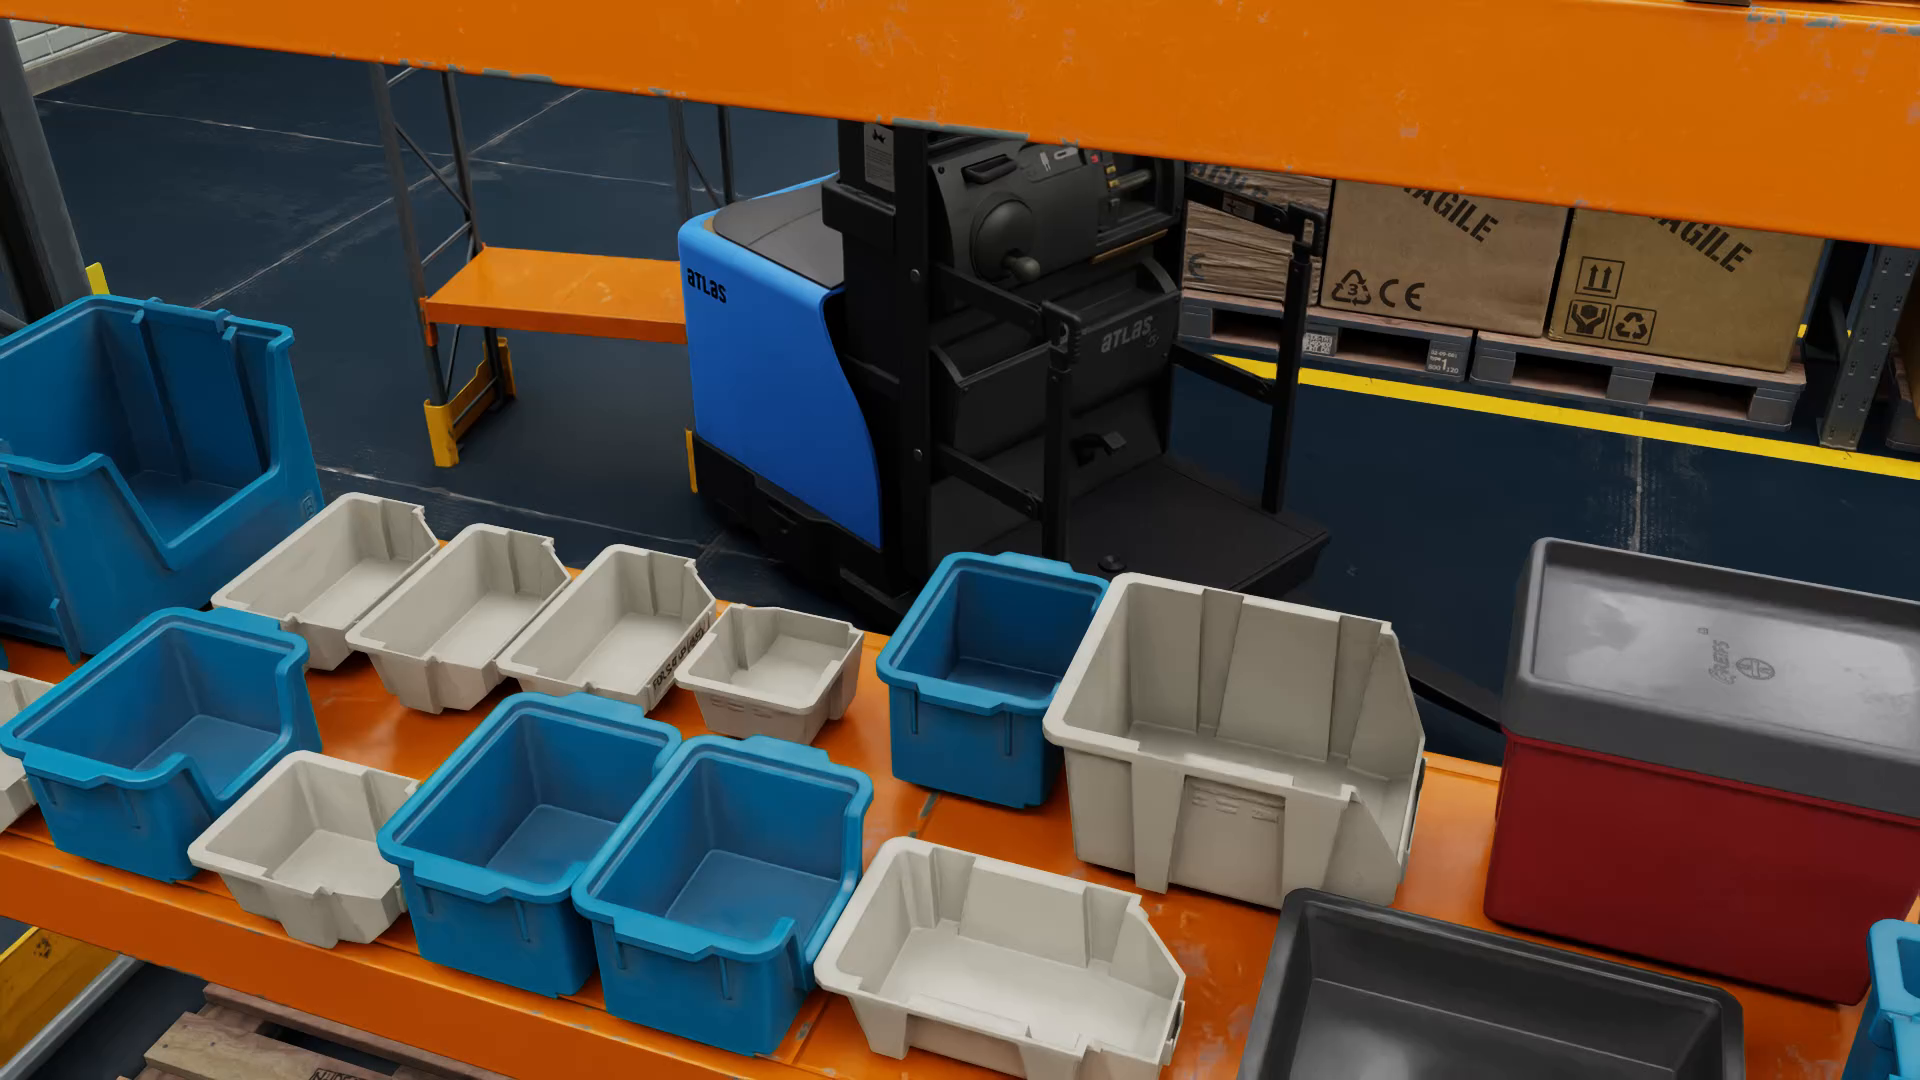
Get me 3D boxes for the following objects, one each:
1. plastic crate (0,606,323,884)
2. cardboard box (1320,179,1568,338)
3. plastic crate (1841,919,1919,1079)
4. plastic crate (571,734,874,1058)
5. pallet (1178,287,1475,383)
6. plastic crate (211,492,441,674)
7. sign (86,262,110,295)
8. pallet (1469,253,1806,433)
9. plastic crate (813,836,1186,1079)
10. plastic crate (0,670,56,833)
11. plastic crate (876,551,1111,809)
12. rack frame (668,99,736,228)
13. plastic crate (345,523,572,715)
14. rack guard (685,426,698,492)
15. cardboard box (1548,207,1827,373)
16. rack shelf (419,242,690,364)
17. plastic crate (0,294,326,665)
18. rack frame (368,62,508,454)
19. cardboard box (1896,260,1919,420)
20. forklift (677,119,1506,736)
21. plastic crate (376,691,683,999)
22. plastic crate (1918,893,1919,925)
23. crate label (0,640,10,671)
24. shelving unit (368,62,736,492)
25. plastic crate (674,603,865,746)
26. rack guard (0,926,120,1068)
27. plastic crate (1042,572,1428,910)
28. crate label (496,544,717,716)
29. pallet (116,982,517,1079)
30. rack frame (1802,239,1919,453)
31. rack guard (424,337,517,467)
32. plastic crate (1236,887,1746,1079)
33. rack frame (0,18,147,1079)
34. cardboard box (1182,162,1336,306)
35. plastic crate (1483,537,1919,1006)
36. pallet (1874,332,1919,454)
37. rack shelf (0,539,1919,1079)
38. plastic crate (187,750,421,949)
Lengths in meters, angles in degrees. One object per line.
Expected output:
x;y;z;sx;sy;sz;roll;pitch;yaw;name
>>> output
-1.216;0.322;2.585;0.300;0.233;0.416;11;34;16;plastic crate
2.037;-1.464;6.824;0.875;0.875;0.875;11;34;16;cardboard box
1.253;0.745;1.790;0.575;0.384;0.392;11;34;16;plastic crate
-0.314;0.497;2.314;0.300;0.233;0.416;11;34;16;plastic crate
1.637;-1.084;7.235;1.213;0.211;1.003;11;34;16;pallet
-1.129;0.085;3.040;0.243;0.136;0.396;11;34;16;plastic crate
-1.787;-0.410;3.469;0.005;0.325;0.100;11;34;16;sign
2.790;-0.862;6.890;1.213;0.211;1.003;11;34;16;pallet
0.067;0.595;2.251;0.466;0.136;0.293;11;34;16;plastic crate
-1.562;0.343;2.642;0.298;0.136;0.250;11;34;16;plastic crate
0.062;0.233;2.723;0.300;0.233;0.416;11;34;16;plastic crate
-0.865;-0.956;5.847;0.032;1.500;0.500;6;33;9;rack frame
-0.861;0.146;2.947;0.243;0.136;0.396;11;34;16;plastic crate
-0.884;-0.432;6.189;0.087;0.250;0.587;6;33;9;rack guard
2.885;-1.300;6.569;0.875;0.875;0.875;11;34;16;cardboard box
-1.364;-0.857;6.026;1.000;0.185;0.538;6;33;9;rack shelf
-1.579;-0.131;3.100;0.499;0.435;0.616;11;34;16;plastic crate
-1.863;-1.060;6.009;0.032;1.500;0.500;6;33;9;rack frame
4.088;-1.031;6.153;0.875;0.875;1.225;11;34;17;cardboard box
0.436;-0.947;4.515;1.130;2.935;3.031;-27;41;-35;forklift
-0.597;0.442;2.399;0.300;0.233;0.416;11;34;16;plastic crate
1.418;0.602;2.240;0.243;0.136;0.396;11;34;16;plastic crate
-1.836;0.201;2.772;0.303;0.233;0.416;11;34;16;crate label
-1.373;-1.009;5.929;1.083;1.500;0.587;6;33;9;shelving unit
-0.305;0.229;2.818;0.250;0.136;0.298;11;34;16;plastic crate
-1.984;0.995;3.748;0.348;0.500;1.175;11;34;16;rack guard
0.433;0.326;2.534;0.530;0.282;0.437;11;34;16;plastic crate
-0.590;0.184;2.887;0.243;0.136;0.396;11;34;16;crate label
-1.194;1.285;3.565;1.213;0.211;1.003;11;34;16;pallet
3.479;-1.854;5.857;0.127;3.000;1.000;11;34;16;rack frame
-1.862;-0.535;6.348;0.087;0.250;0.587;6;33;9;rack guard
0.664;0.698;2.103;0.590;0.125;0.437;11;34;16;plastic crate
-1.957;-0.057;3.073;0.127;3.000;1.000;11;34;16;rack frame
1.200;-1.627;7.077;0.875;0.875;0.875;11;34;16;cardboard box
1.052;0.331;2.357;0.583;0.464;0.402;11;34;16;plastic crate
4.231;-0.580;6.454;1.213;0.211;1.003;11;34;16;pallet
-0.075;0.611;2.701;4.000;0.370;1.077;11;34;16;rack shelf
-0.924;0.467;2.449;0.298;0.136;0.250;11;34;16;plastic crate
